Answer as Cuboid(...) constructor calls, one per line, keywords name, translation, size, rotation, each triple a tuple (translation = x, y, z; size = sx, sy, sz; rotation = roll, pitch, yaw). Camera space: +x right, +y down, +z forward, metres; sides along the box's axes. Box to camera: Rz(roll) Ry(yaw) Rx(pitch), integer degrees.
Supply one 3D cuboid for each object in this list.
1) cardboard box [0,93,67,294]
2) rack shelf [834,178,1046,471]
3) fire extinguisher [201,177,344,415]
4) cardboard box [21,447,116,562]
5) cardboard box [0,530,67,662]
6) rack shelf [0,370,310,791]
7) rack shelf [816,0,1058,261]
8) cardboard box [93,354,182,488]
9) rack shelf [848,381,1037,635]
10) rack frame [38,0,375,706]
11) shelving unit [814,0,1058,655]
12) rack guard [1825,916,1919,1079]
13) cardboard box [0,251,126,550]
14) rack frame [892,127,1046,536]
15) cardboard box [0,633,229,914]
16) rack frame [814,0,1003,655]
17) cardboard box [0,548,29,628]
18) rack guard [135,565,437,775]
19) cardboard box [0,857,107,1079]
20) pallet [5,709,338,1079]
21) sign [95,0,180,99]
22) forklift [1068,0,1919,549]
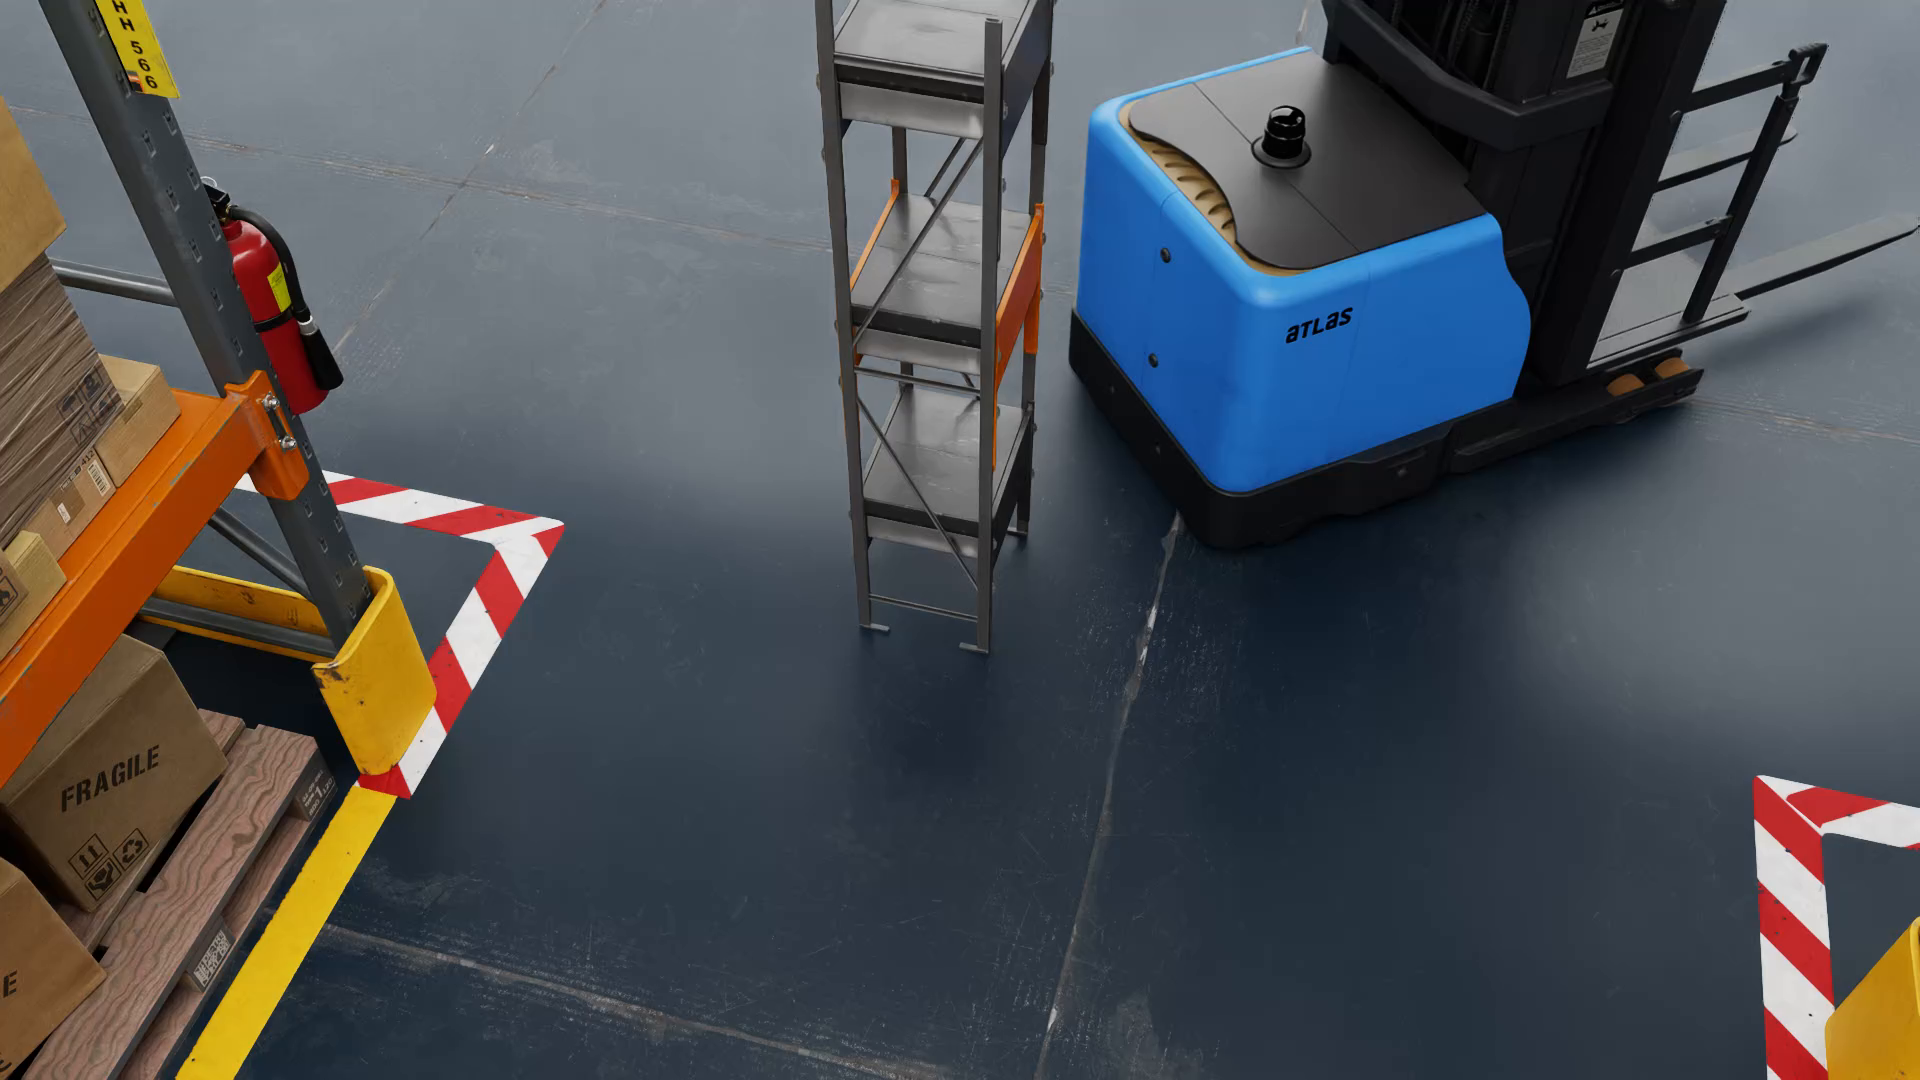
Cuboid(name="cardboard box", translation=(-2.006, -0.631, 2.874), size=(0.500, 0.500, 0.500), rotation=(12, 50, 10))
Cuboid(name="rack shelf", translation=(-0.044, -0.566, 4.367), size=(0.431, 0.518, 0.480), rotation=(12, 50, 10))
Cuboid(name="fire extinguisher", translation=(-1.625, -0.581, 3.814), size=(0.296, 0.674, 0.183), rotation=(12, 50, 10))
Cuboid(name="cardboard box", translation=(-2.042, -0.104, 3.509), size=(0.380, 0.149, 0.250), rotation=(12, 50, 10))
Cuboid(name="cardboard box", translation=(-2.058, 0.087, 3.340), size=(0.380, 0.149, 0.250), rotation=(12, 50, 10))
Cuboid(name="rack shelf", translation=(-2.626, 1.070, 2.785), size=(1.077, 0.370, 4.000), rotation=(12, 50, 10))
Cuboid(name="rack shelf", translation=(-0.044, -1.029, 3.842), size=(0.431, 0.518, 0.480), rotation=(12, 50, 10))
Cuboid(name="cardboard box", translation=(-1.975, -0.285, 3.668), size=(0.380, 0.149, 0.250), rotation=(12, 50, 10))
Cuboid(name="rack shelf", translation=(-0.044, -0.103, 4.892), size=(0.431, 0.518, 0.480), rotation=(12, 50, 10))
Cuboid(name="rack frame", translation=(-2.099, -0.615, 3.792), size=(1.000, 3.000, 0.127), rotation=(12, 50, 10))
Cuboid(name="shelving unit", translation=(-0.044, -0.575, 4.357), size=(0.431, 2.100, 0.503), rotation=(12, 50, 10))
Cuboid(name="rack guard", translation=(2.704, 1.254, 3.810), size=(1.175, 0.500, 0.348), rotation=(12, 50, 10))
Cuboid(name="cardboard box", translation=(-2.271, -0.354, 3.297), size=(0.875, 0.500, 0.500), rotation=(12, 50, 10))
Cuboid(name="rack frame", translation=(0.021, -0.752, 4.513), size=(0.400, 2.100, 0.015), rotation=(12, 50, 10))
Cuboid(name="cardboard box", translation=(-2.280, 0.522, 4.176), size=(0.500, 0.500, 0.500), rotation=(20, 52, 17))
Cuboid(name="rack frame", translation=(-0.108, -0.399, 4.201), size=(0.400, 2.100, 0.015), rotation=(12, 50, 10))
Cuboid(name="cardboard box", translation=(-2.286, 0.031, 2.957), size=(0.875, 0.500, 0.500), rotation=(12, 50, 10))
Cuboid(name="rack guard", translation=(-2.119, 0.267, 4.681), size=(1.175, 0.500, 0.348), rotation=(12, 50, 10))
Cuboid(name="cardboard box", translation=(-2.404, 0.961, 3.788), size=(0.500, 0.500, 0.500), rotation=(24, 53, 20))
Cuboid(name="pallet", translation=(-2.367, 0.943, 4.277), size=(1.003, 0.211, 1.213), rotation=(12, 50, 10))
Cuboid(name="sign", translation=(-1.569, -0.979, 3.130), size=(0.100, 0.325, 0.005), rotation=(12, 50, 10))
Cuboid(name="forklift", translation=(1.931, -1.703, 4.798), size=(3.031, 2.935, 1.130), rotation=(-19, 51, -16))
